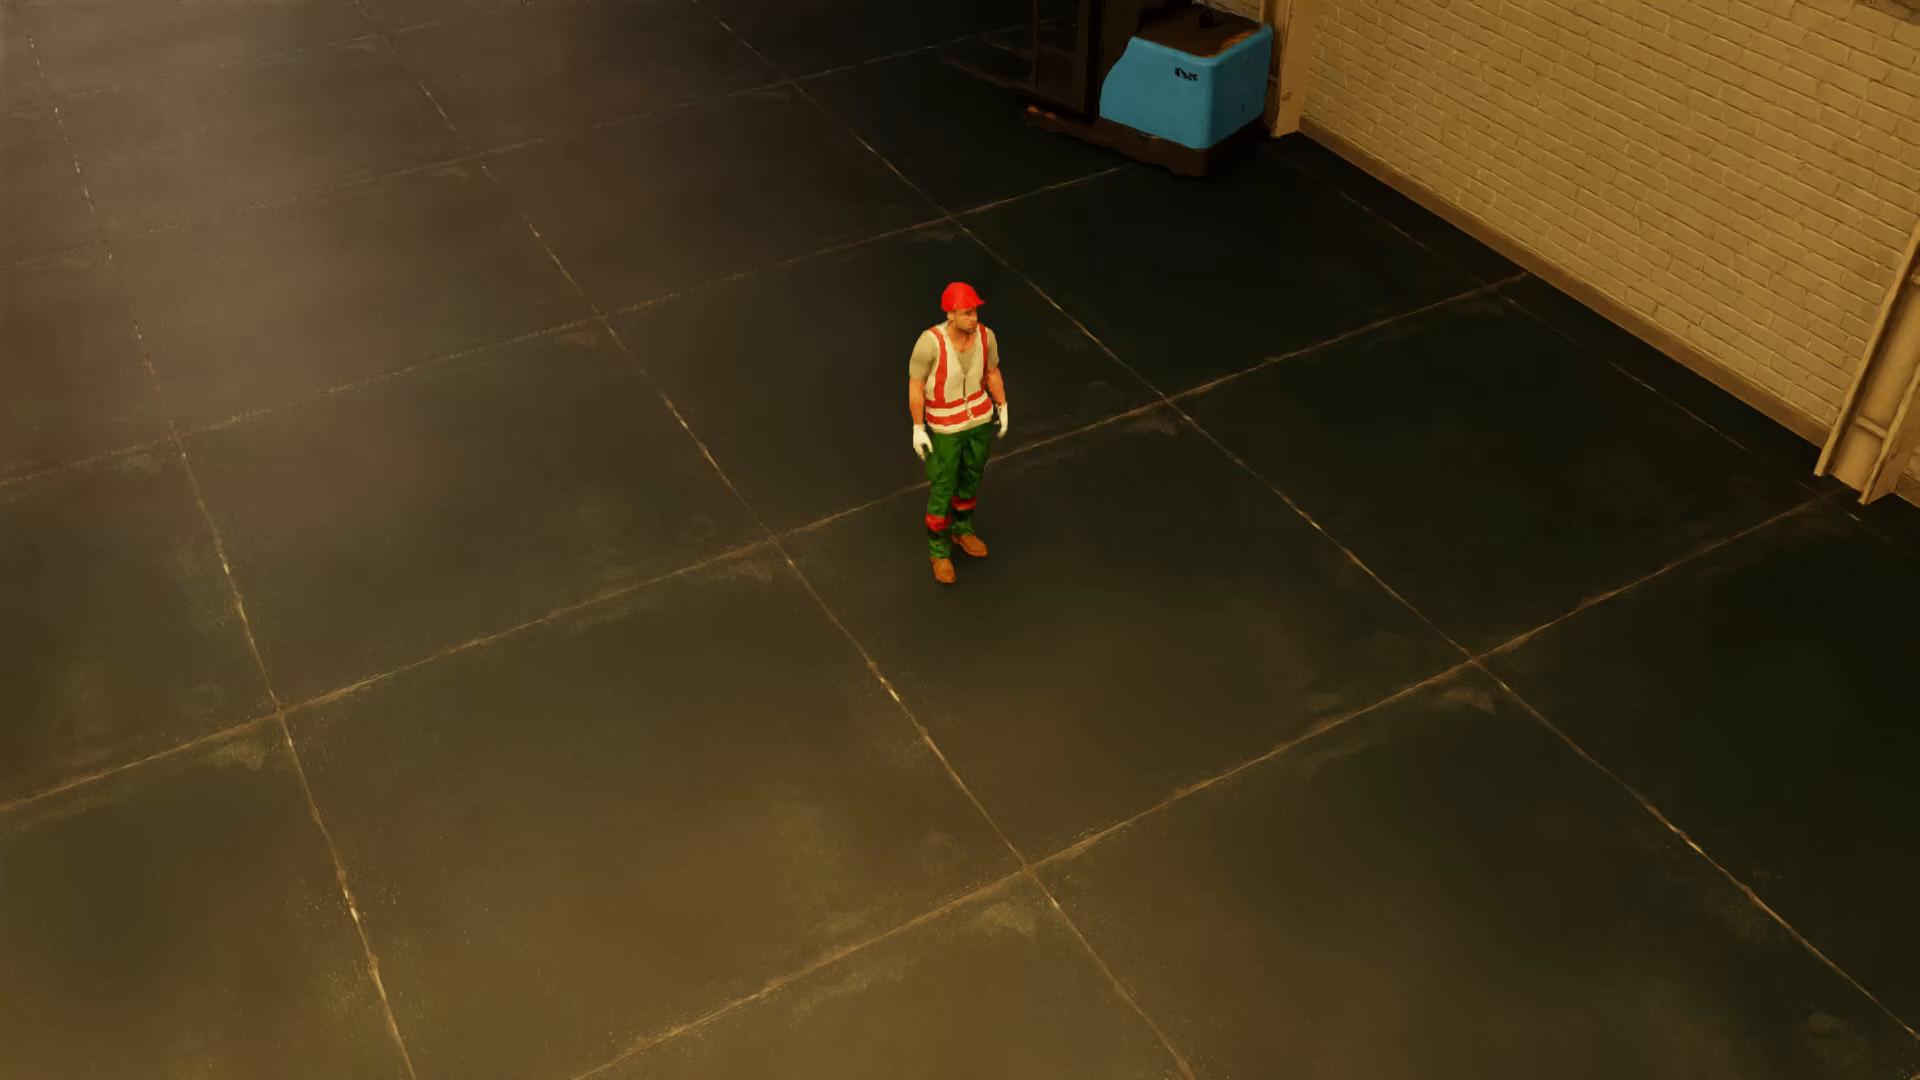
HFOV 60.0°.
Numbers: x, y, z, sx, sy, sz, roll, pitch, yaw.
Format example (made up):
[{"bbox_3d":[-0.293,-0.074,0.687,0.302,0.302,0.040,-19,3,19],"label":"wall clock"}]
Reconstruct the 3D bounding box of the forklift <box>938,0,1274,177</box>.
[{"bbox_3d":[1.169,-4.952,14.006,3.031,2.935,1.130,28,47,30],"label":"forklift"}]

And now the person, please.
[{"bbox_3d":[0.031,-0.646,9.699,0.637,1.787,0.563,-20,44,-23],"label":"person"}]
